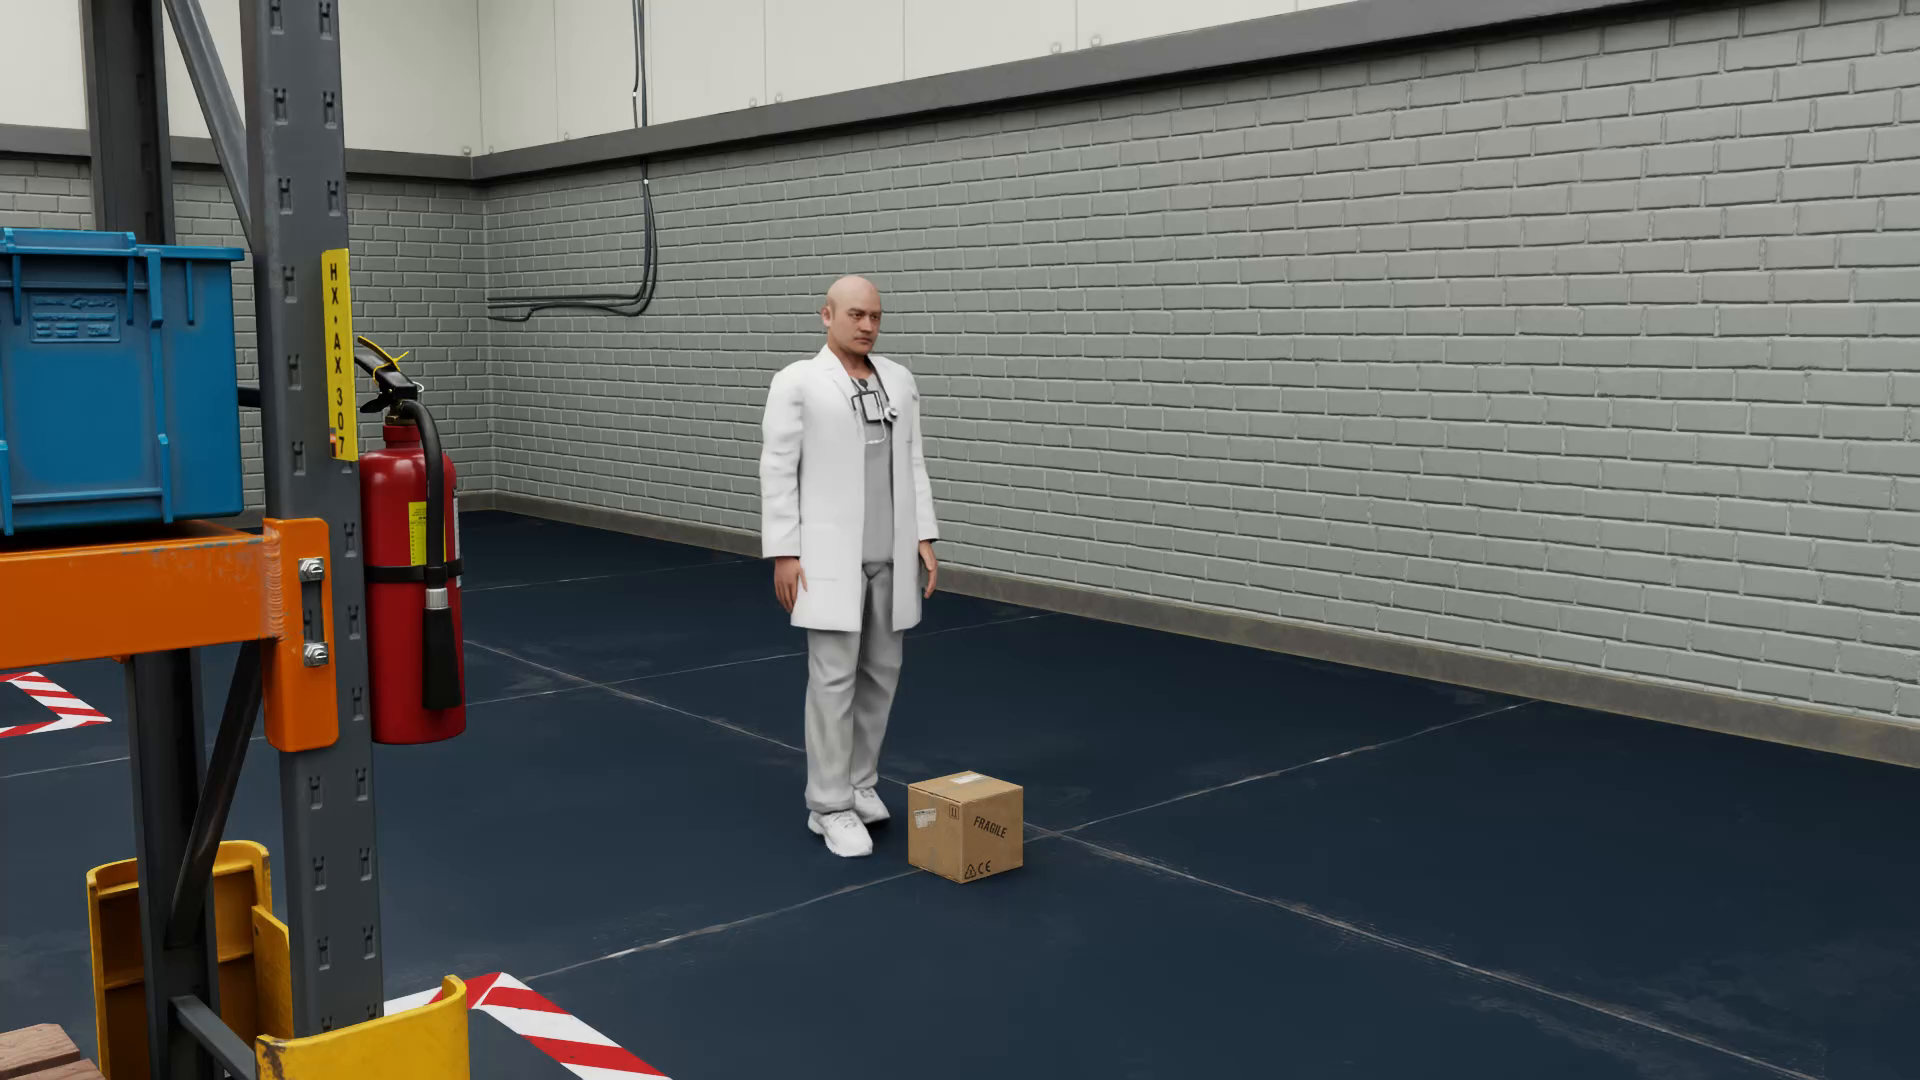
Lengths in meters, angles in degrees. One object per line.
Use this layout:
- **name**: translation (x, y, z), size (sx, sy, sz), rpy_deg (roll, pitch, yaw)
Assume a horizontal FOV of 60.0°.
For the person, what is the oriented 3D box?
- **person**: translation (-0.340, 0.061, 5.332), size (0.599, 1.797, 0.585), rpy_deg (-5, 9, -33)
